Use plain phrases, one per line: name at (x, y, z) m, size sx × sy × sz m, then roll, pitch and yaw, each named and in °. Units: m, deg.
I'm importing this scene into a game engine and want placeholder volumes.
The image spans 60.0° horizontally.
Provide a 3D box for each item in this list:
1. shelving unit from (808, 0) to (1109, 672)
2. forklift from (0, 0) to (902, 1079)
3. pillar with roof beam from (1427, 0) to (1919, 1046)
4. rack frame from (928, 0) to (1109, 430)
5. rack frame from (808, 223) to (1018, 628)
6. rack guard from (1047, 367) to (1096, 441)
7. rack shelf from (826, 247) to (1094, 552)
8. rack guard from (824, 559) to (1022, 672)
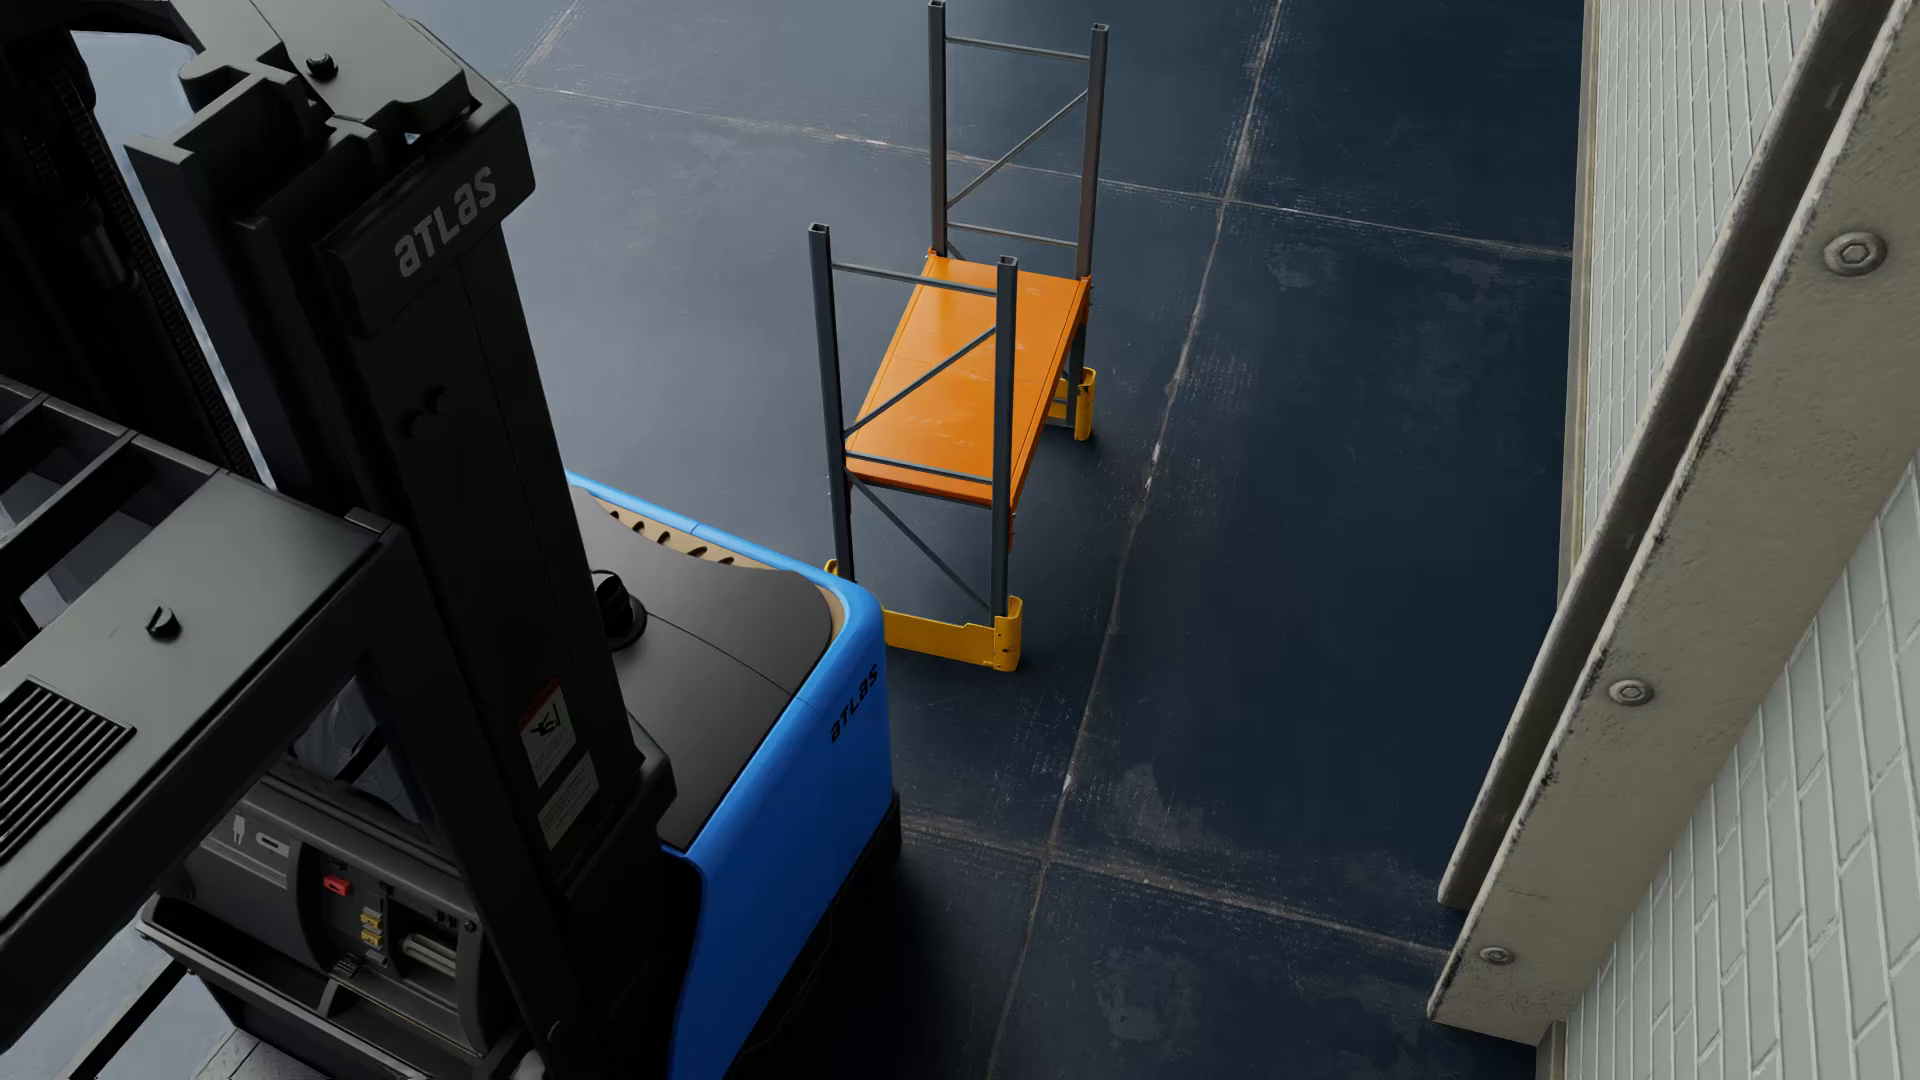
shelving unit at (0.020, -0.551, 4.736) m, size 0.587 × 1.500 × 1.083 m, roll 12°, pitch 50°, yaw 10°
forklift at (-1.268, 0.688, 2.688) m, size 1.130 × 2.935 × 3.031 m, roll 21°, pitch 52°, yaw 17°
pillar with roof beam at (-2.777, -2.734, 1.661) m, size 9.100 × 9.000 × 0.400 m, roll 12°, pitch 50°, yaw 10°
rack frame at (0.156, -0.926, 5.067) m, size 0.500 × 1.500 × 0.032 m, roll 12°, pitch 50°, yaw 10°
rack frame at (-0.111, -0.190, 4.418) m, size 0.500 × 1.500 × 0.032 m, roll 12°, pitch 50°, yaw 10°
rack guard at (0.151, -0.498, 5.523) m, size 0.587 × 0.250 × 0.087 m, roll 12°, pitch 50°, yaw 10°
rack shelf at (0.022, -0.439, 4.877) m, size 0.538 × 0.185 × 1.000 m, roll 12°, pitch 50°, yaw 10°
rack guard at (-0.111, 0.222, 4.887) m, size 0.587 × 0.250 × 0.087 m, roll 12°, pitch 50°, yaw 10°
